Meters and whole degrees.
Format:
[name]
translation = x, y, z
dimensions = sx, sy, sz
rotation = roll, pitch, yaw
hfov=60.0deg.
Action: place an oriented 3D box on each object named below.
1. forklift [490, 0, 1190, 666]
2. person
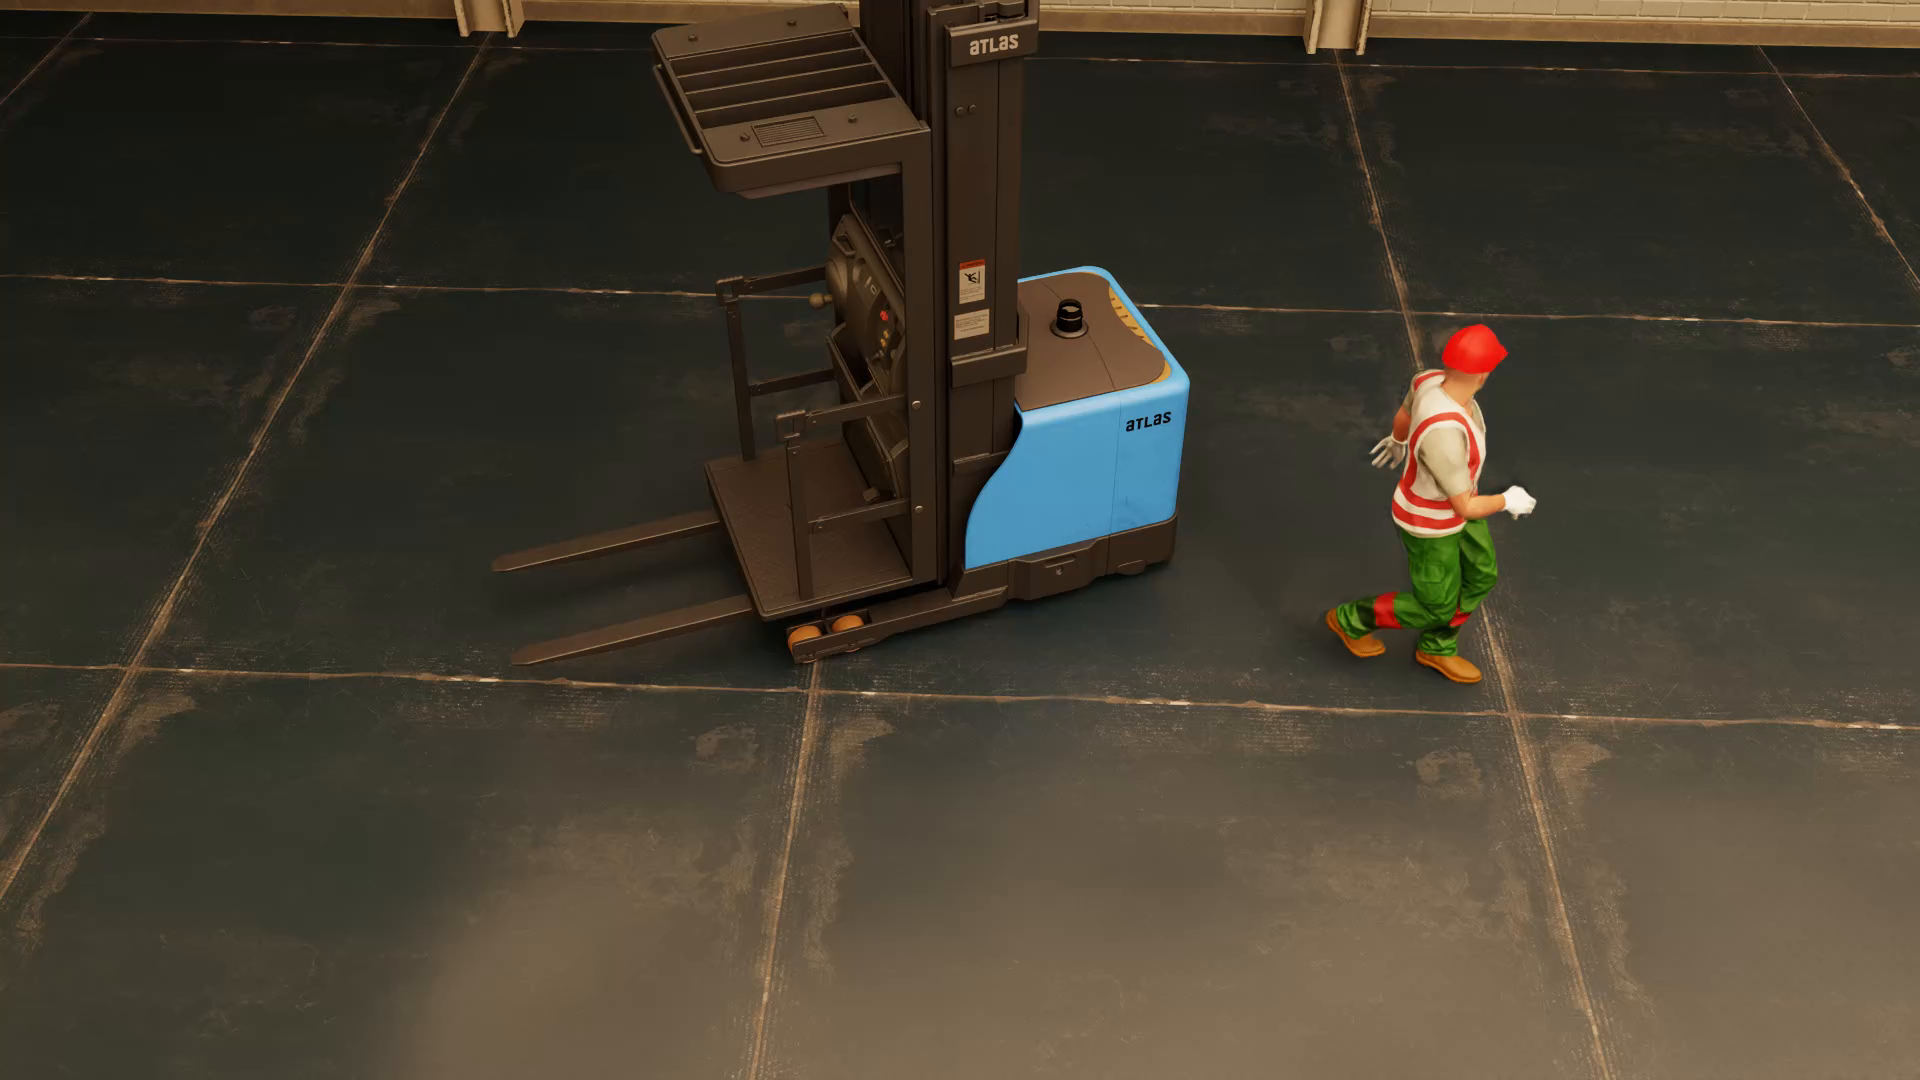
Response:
[forklift]
translation = -0.573, -0.945, 6.778
dimensions = 3.031, 2.935, 1.130
rotation = -13, 44, -14
[person]
translation = 1.961, -0.148, 6.815
dimensions = 0.733, 1.708, 0.650
rotation = 21, 46, 21
